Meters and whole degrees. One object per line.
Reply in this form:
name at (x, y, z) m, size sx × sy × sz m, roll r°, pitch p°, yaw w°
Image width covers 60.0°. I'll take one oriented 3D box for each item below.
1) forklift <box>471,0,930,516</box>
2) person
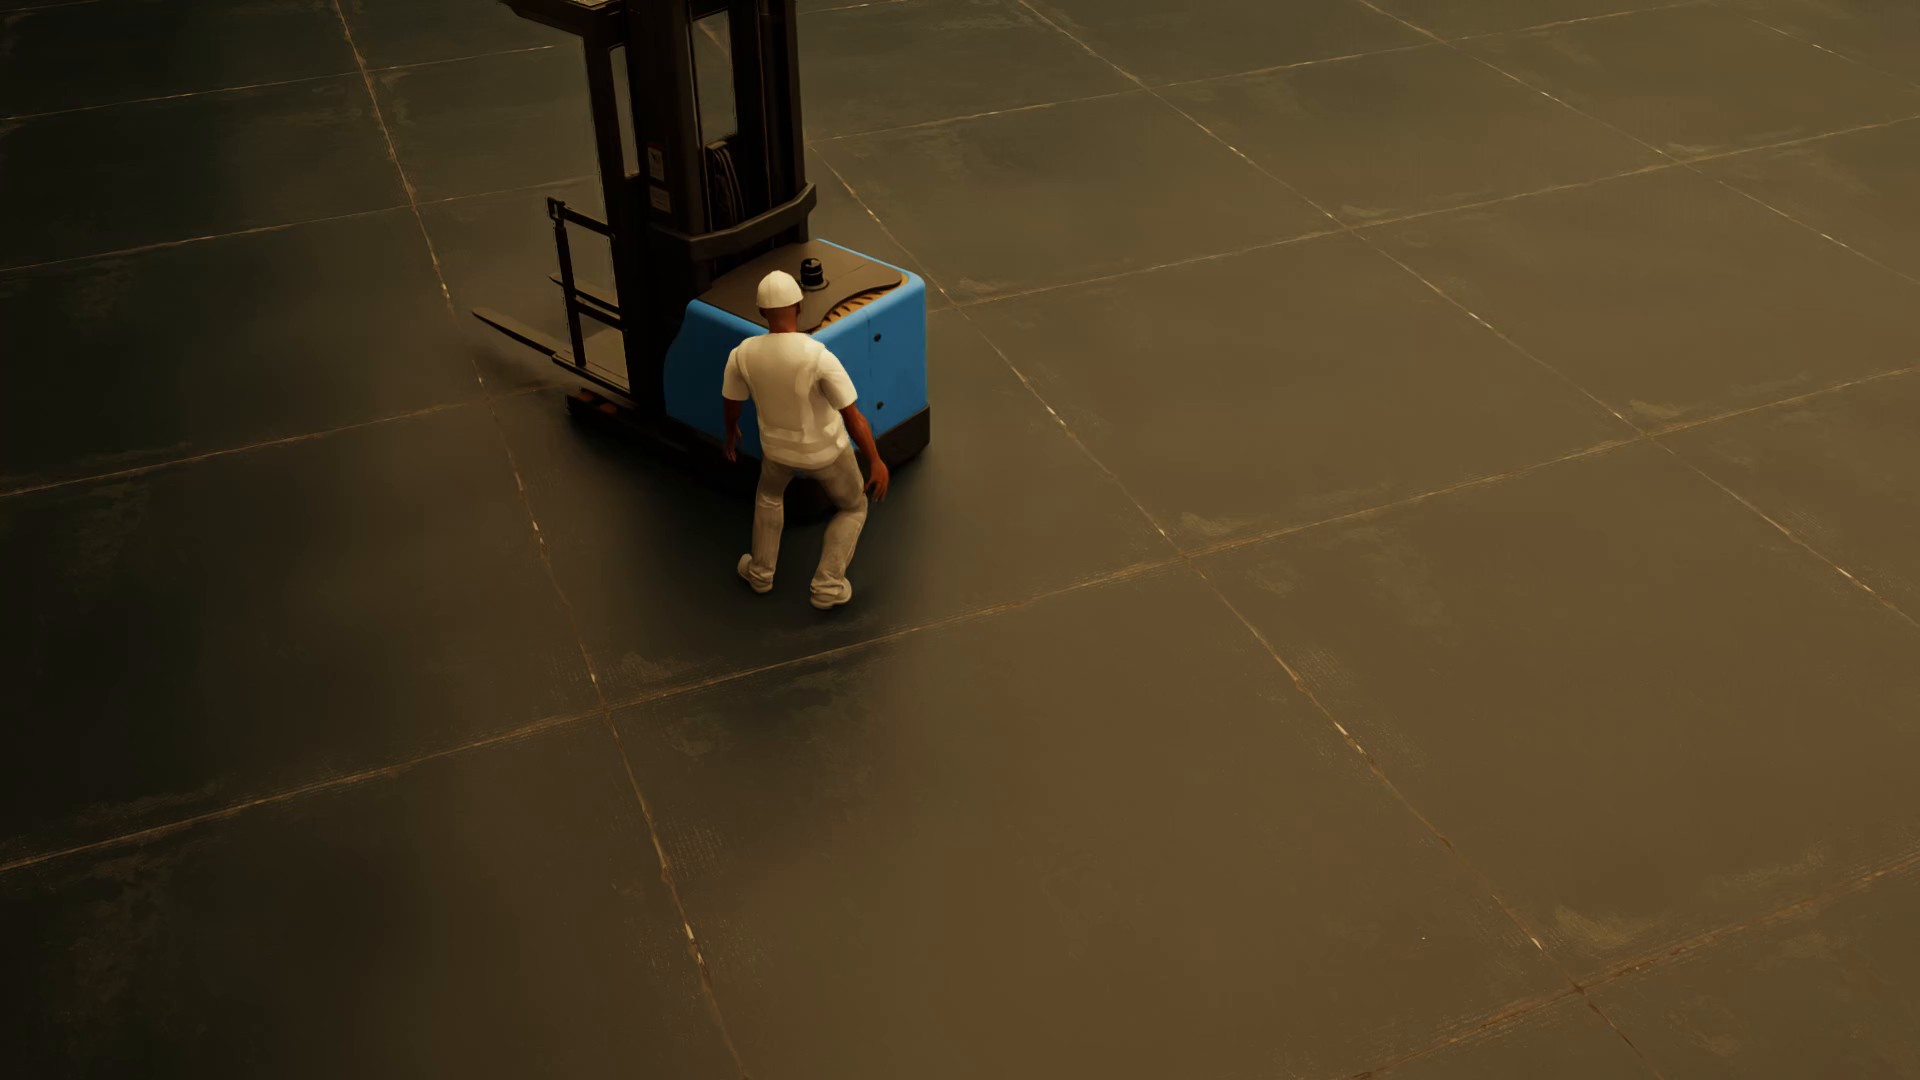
forklift at (-1.628, -2.022, 8.942) m, size 3.031 × 2.935 × 1.130 m, roll 25°, pitch 43°, yaw 31°
person at (-0.729, -0.441, 7.801) m, size 0.934 × 1.683 × 0.492 m, roll 16°, pitch 38°, yaw 21°
